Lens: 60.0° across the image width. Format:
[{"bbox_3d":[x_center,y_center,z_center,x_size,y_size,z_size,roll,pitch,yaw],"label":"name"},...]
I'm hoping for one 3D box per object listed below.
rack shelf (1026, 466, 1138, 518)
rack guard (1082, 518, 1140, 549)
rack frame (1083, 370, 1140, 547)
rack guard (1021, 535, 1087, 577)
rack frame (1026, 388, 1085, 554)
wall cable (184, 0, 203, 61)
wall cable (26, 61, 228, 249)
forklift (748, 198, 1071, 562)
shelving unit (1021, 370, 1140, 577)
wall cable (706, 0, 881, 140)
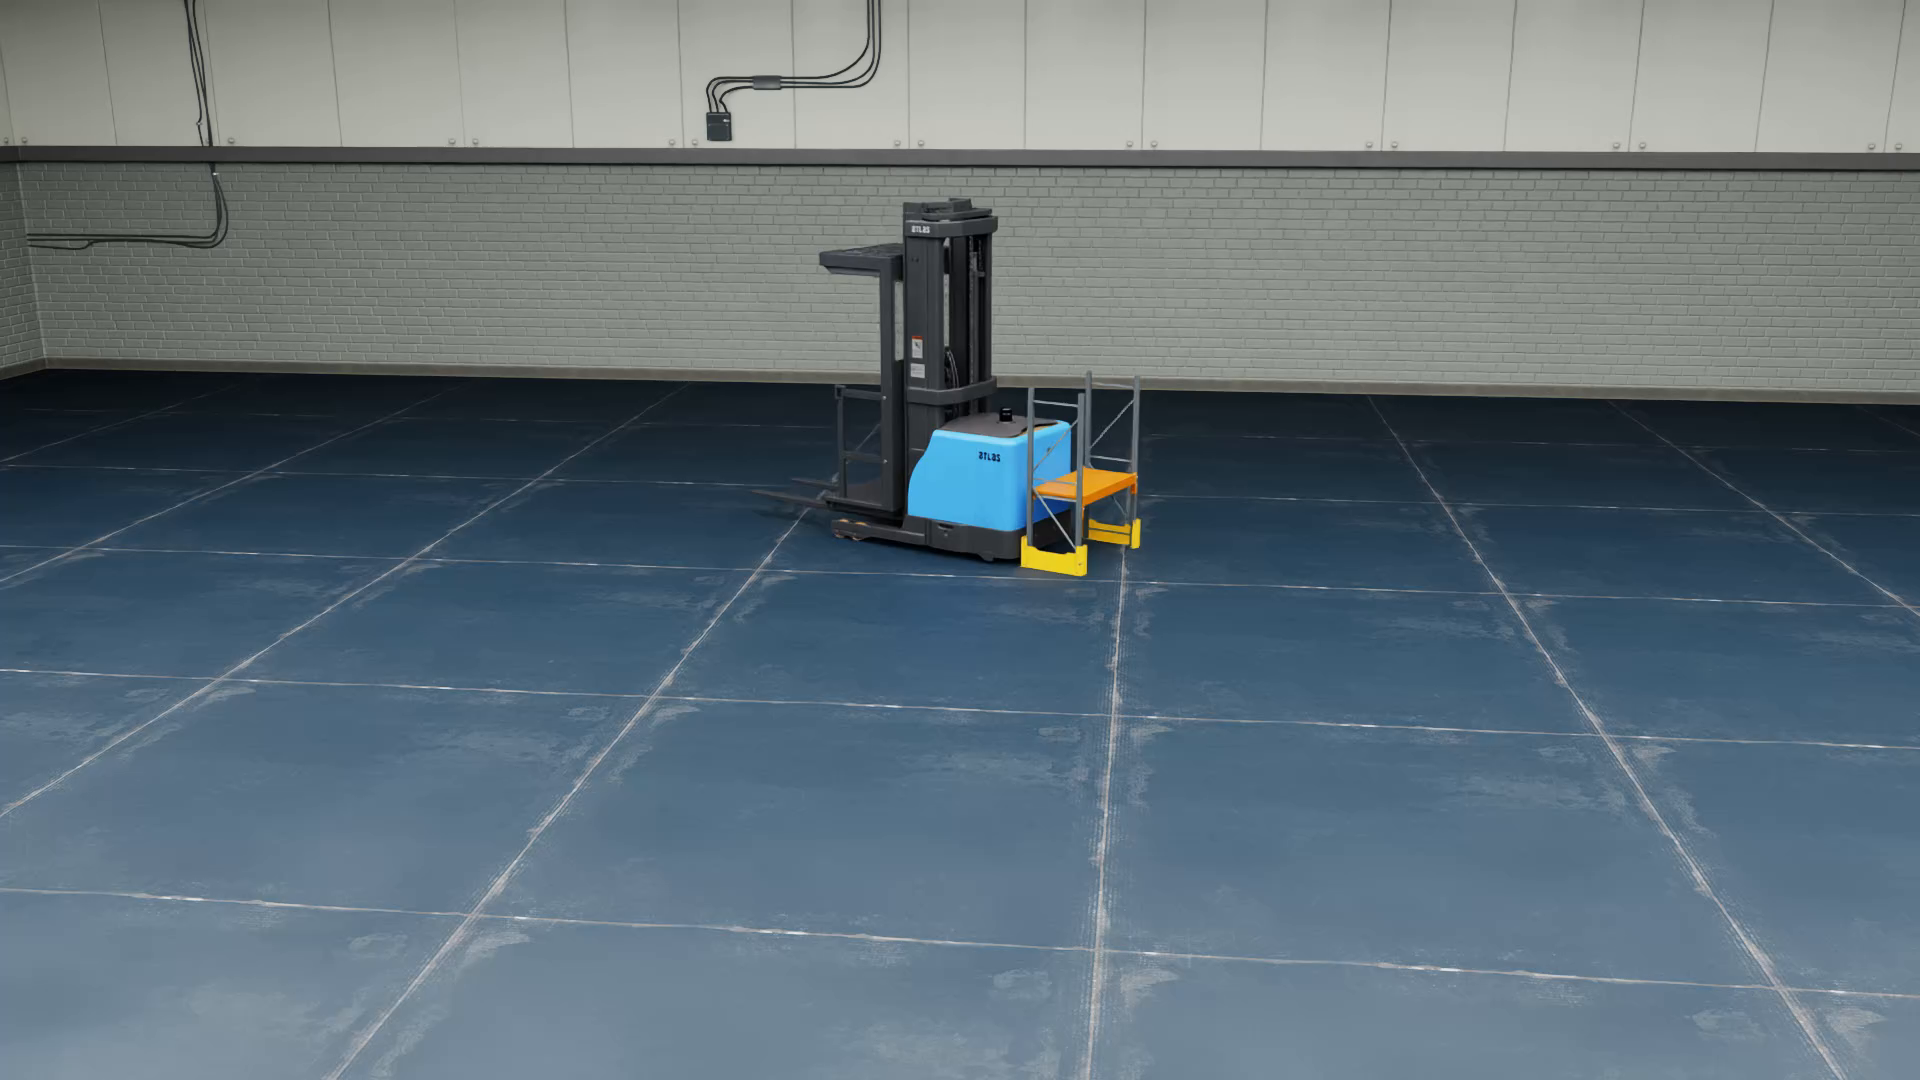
[{"bbox_3d":[1.038,-0.412,14.002,0.538,0.185,1.000,9,18,30],"label":"rack shelf"},{"bbox_3d":[1.294,-0.091,14.520,0.587,0.250,0.087,9,18,30],"label":"rack guard"},{"bbox_3d":[1.304,-0.699,14.373,0.500,1.500,0.032,9,18,30],"label":"rack frame"},{"bbox_3d":[0.772,0.130,13.702,0.587,0.250,0.087,9,18,30],"label":"rack guard"},{"bbox_3d":[0.771,-0.473,13.538,0.500,1.500,0.032,9,18,30],"label":"rack frame"},{"bbox_3d":[-8.899,-7.600,21.803,3.097,2.526,0.112,2,15,6],"label":"wall cable"},{"bbox_3d":[-11.587,-5.242,22.757,3.097,2.526,0.112,2,15,6],"label":"wall cable"},{"bbox_3d":[-0.537,-1.509,14.628,3.031,2.935,1.130,10,18,33],"label":"forklift"},{"bbox_3d":[1.033,-0.584,13.948,0.587,1.500,1.083,9,18,30],"label":"shelving unit"},{"bbox_3d":[-2.156,-8.099,20.859,2.305,6.003,0.169,2,15,6],"label":"wall cable"}]
